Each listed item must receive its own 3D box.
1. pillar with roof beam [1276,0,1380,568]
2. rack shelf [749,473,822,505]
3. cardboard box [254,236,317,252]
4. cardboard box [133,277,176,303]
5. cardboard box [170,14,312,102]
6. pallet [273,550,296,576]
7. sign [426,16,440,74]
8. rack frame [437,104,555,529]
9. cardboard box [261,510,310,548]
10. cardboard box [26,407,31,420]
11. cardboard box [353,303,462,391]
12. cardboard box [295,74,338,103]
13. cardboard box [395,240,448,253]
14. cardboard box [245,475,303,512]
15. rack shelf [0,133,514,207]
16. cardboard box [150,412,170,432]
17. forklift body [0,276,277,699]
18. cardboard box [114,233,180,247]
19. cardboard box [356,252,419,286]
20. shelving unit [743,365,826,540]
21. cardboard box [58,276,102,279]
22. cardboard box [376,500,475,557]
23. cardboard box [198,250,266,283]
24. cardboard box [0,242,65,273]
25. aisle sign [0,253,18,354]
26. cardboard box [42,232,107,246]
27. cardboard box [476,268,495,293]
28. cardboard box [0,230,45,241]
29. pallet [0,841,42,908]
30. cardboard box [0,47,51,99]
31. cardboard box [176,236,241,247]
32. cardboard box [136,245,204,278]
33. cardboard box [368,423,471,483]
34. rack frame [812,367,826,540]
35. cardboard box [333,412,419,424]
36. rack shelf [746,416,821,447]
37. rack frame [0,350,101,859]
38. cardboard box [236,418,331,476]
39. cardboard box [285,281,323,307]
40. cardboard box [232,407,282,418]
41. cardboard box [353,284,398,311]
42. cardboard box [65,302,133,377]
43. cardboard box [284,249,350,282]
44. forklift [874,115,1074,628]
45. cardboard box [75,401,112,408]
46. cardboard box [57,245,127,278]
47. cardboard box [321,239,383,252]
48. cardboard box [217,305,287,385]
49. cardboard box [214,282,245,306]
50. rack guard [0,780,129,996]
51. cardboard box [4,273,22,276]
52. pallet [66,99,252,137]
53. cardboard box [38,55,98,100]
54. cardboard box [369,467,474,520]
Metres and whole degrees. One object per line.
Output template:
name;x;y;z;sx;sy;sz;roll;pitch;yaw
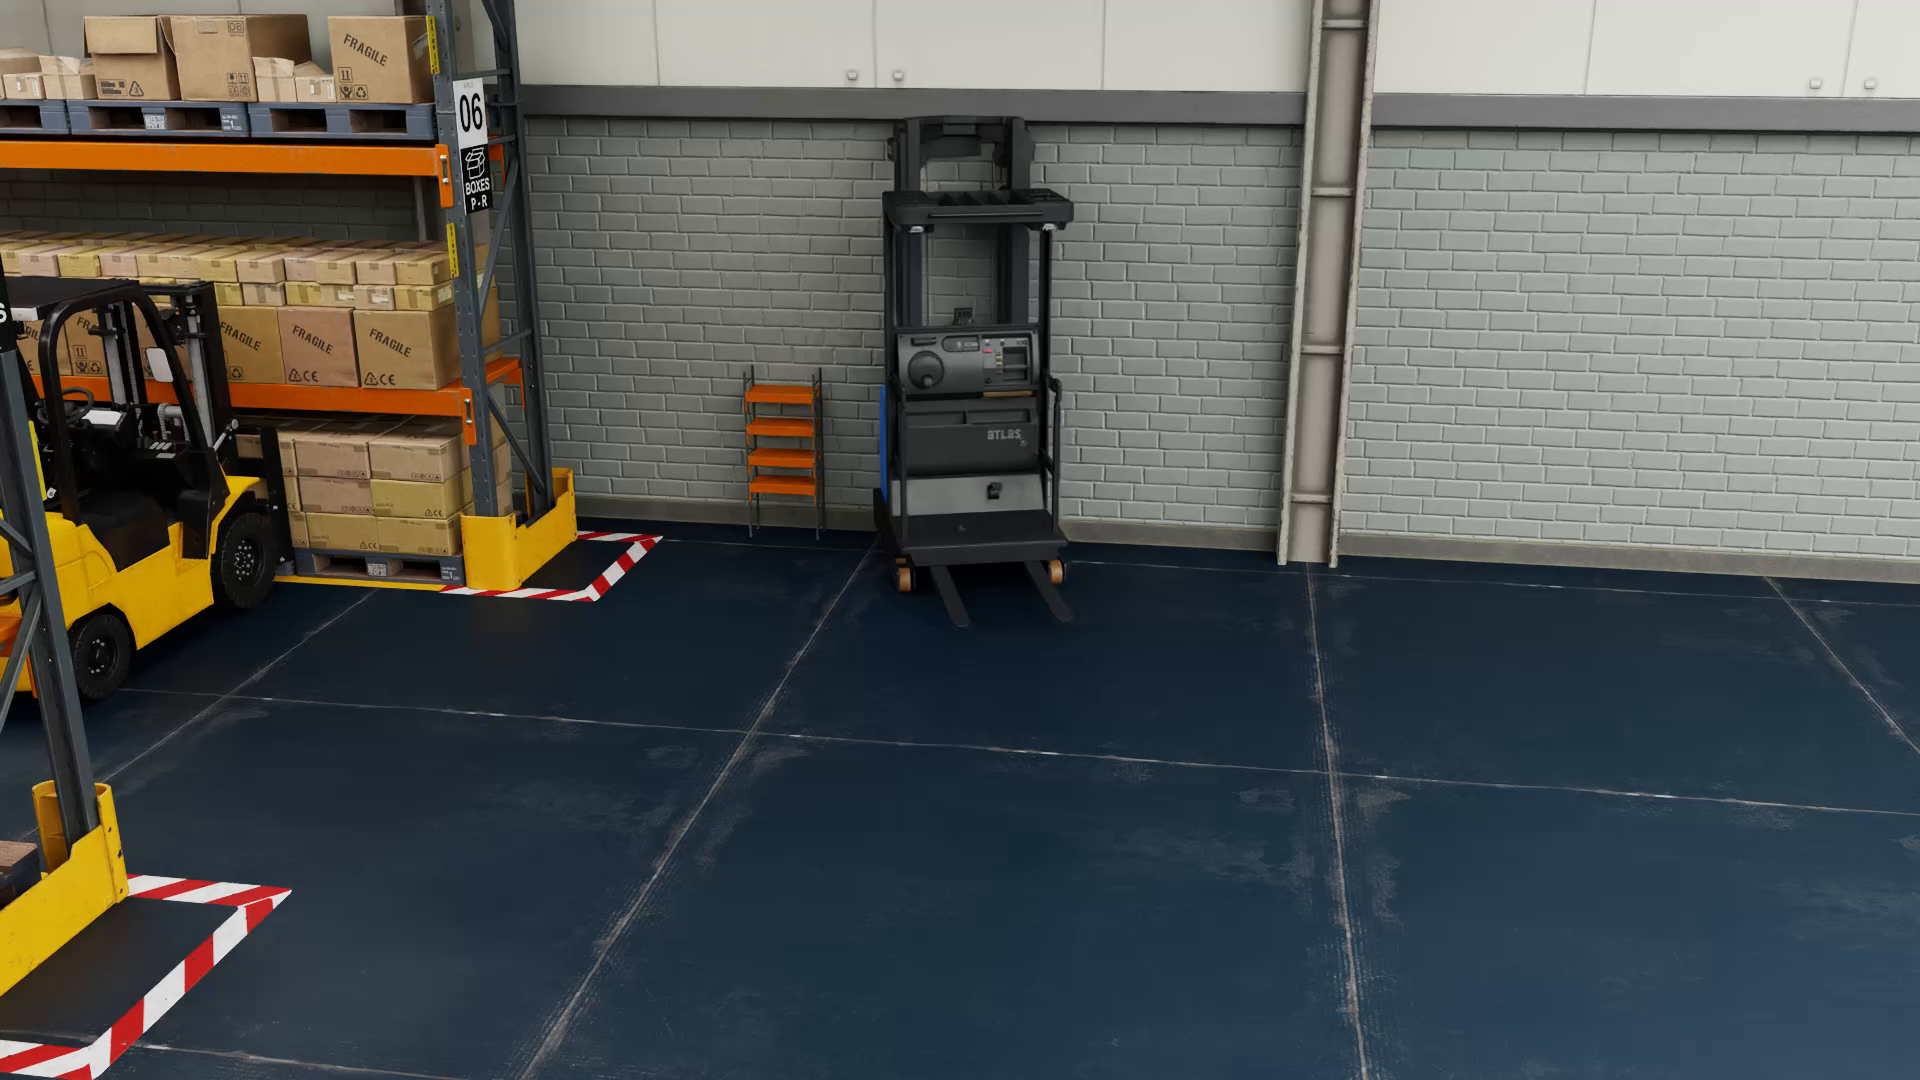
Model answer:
pillar with roof beam;1.696;-2.791;5.962;0.400;9.000;9.100;3;19;9
rack shelf;-1.236;-0.364;11.838;0.480;0.148;0.258;3;19;8
cardboard box;-4.564;-1.958;11.280;0.250;0.149;0.380;2;19;7
cardboard box;-5.154;-1.653;10.836;0.250;0.149;0.380;3;19;8
cardboard box;-4.472;-3.024;10.410;0.500;0.500;0.700;3;19;9
pallet;-4.964;-0.044;11.602;1.213;0.211;1.003;3;19;9
sign;-3.101;-2.915;9.789;0.005;0.325;0.100;3;19;9
rack frame;-3.001;-1.279;10.899;0.127;3.000;1.000;3;19;9
cardboard box;-4.497;-0.155;11.210;0.500;0.250;0.500;3;19;9
cardboard box;-6.523;-0.727;11.345;0.500;0.250;0.500;3;19;8
cardboard box;-3.529;-1.269;10.711;0.500;0.500;0.500;3;19;7
cardboard box;-3.867;-2.776;10.220;0.250;0.149;0.380;2;19;7
cardboard box;-3.551;-1.892;11.082;0.250;0.149;0.380;4;19;11
cardboard box;-4.538;-0.386;11.113;0.500;0.250;0.500;2;19;7
rack shelf;-4.976;-2.461;10.838;4.000;0.370;1.077;3;19;9
cardboard box;-5.526;-0.677;11.194;0.500;0.250;0.500;4;19;11
forklift body;-5.163;-0.400;9.610;1.214;2.155;2.313;3;19;9
cardboard box;-5.573;-2.008;11.428;0.250;0.149;0.380;3;19;8
cardboard box;-3.637;-1.730;10.597;0.250;0.149;0.380;3;19;9
shelving unit;-1.236;-0.616;11.754;0.503;1.200;0.258;3;19;8
cardboard box;-5.669;-1.671;10.889;0.250;0.149;0.380;3;19;8
cardboard box;-3.515;-0.099;11.043;0.500;0.250;0.500;3;19;9
cardboard box;-4.664;-1.760;10.687;0.250;0.149;0.380;3;19;10
cardboard box;-6.157;-1.873;11.024;0.250;0.149;0.380;3;19;8
aisle sign;-3.674;-1.051;6.119;0.004;0.787;0.394;3;19;9
cardboard box;-6.083;-2.020;11.465;0.250;0.149;0.380;3;19;8
cardboard box;-3.295;-1.732;11.074;0.250;0.149;0.380;2;19;7
cardboard box;-6.587;-2.055;11.569;0.250;0.149;0.380;3;19;9
pallet;-4.656;1.543;6.860;1.213;0.211;1.003;3;19;9
cardboard box;-6.168;-2.989;10.603;0.500;0.311;0.500;3;19;10
cardboard box;-5.083;-1.958;11.279;0.250;0.149;0.380;3;19;10
cardboard box;-5.149;-1.820;10.868;0.250;0.149;0.380;3;19;9
cardboard box;-3.505;-0.574;10.887;0.500;0.250;0.500;4;19;10
rack frame;-0.994;-0.605;11.720;0.015;1.200;0.240;3;19;8
cardboard box;-3.940;-0.756;11.431;0.500;0.250;0.500;3;19;9
rack shelf;-1.236;-0.764;11.704;0.480;0.148;0.258;3;19;8
rack frame;-3.785;0.276;6.250;0.127;3.000;1.000;3;19;9
cardboard box;-4.510;-0.620;11.025;0.500;0.250;0.500;3;19;9
cardboard box;-4.134;-1.616;10.724;0.250;0.149;0.380;3;19;8
cardboard box;-4.936;-0.812;11.600;0.500;0.250;0.500;3;19;8
cardboard box;-3.645;-1.567;10.580;0.250;0.149;0.380;3;19;10
cardboard box;-5.537;-1.378;11.035;0.500;0.500;0.500;3;19;8
cardboard box;-4.133;-1.770;10.718;0.250;0.149;0.380;3;19;9
forklift;0.090;-1.169;10.677;1.130;2.935;3.031;-3;19;-8
cardboard box;-5.931;-0.865;11.756;0.500;0.250;0.500;3;19;8
cardboard box;-5.659;-1.823;10.875;0.250;0.149;0.380;3;19;8
cardboard box;-4.057;-1.909;11.132;0.250;0.149;0.380;3;19;9
cardboard box;-4.545;-1.324;10.874;0.500;0.500;0.500;3;19;8
cardboard box;-4.658;-1.621;10.740;0.250;0.149;0.380;3;19;9
rack guard;-3.860;1.458;6.658;0.348;0.500;1.175;3;19;9
cardboard box;-6.160;-1.720;11.037;0.250;0.149;0.380;3;19;9
pallet;-4.903;-2.764;10.748;1.213;0.211;1.003;3;19;9
cardboard box;-5.533;-2.916;10.455;0.258;0.266;0.396;2;19;7
cardboard box;-3.531;-0.338;10.969;0.500;0.250;0.500;3;19;8
